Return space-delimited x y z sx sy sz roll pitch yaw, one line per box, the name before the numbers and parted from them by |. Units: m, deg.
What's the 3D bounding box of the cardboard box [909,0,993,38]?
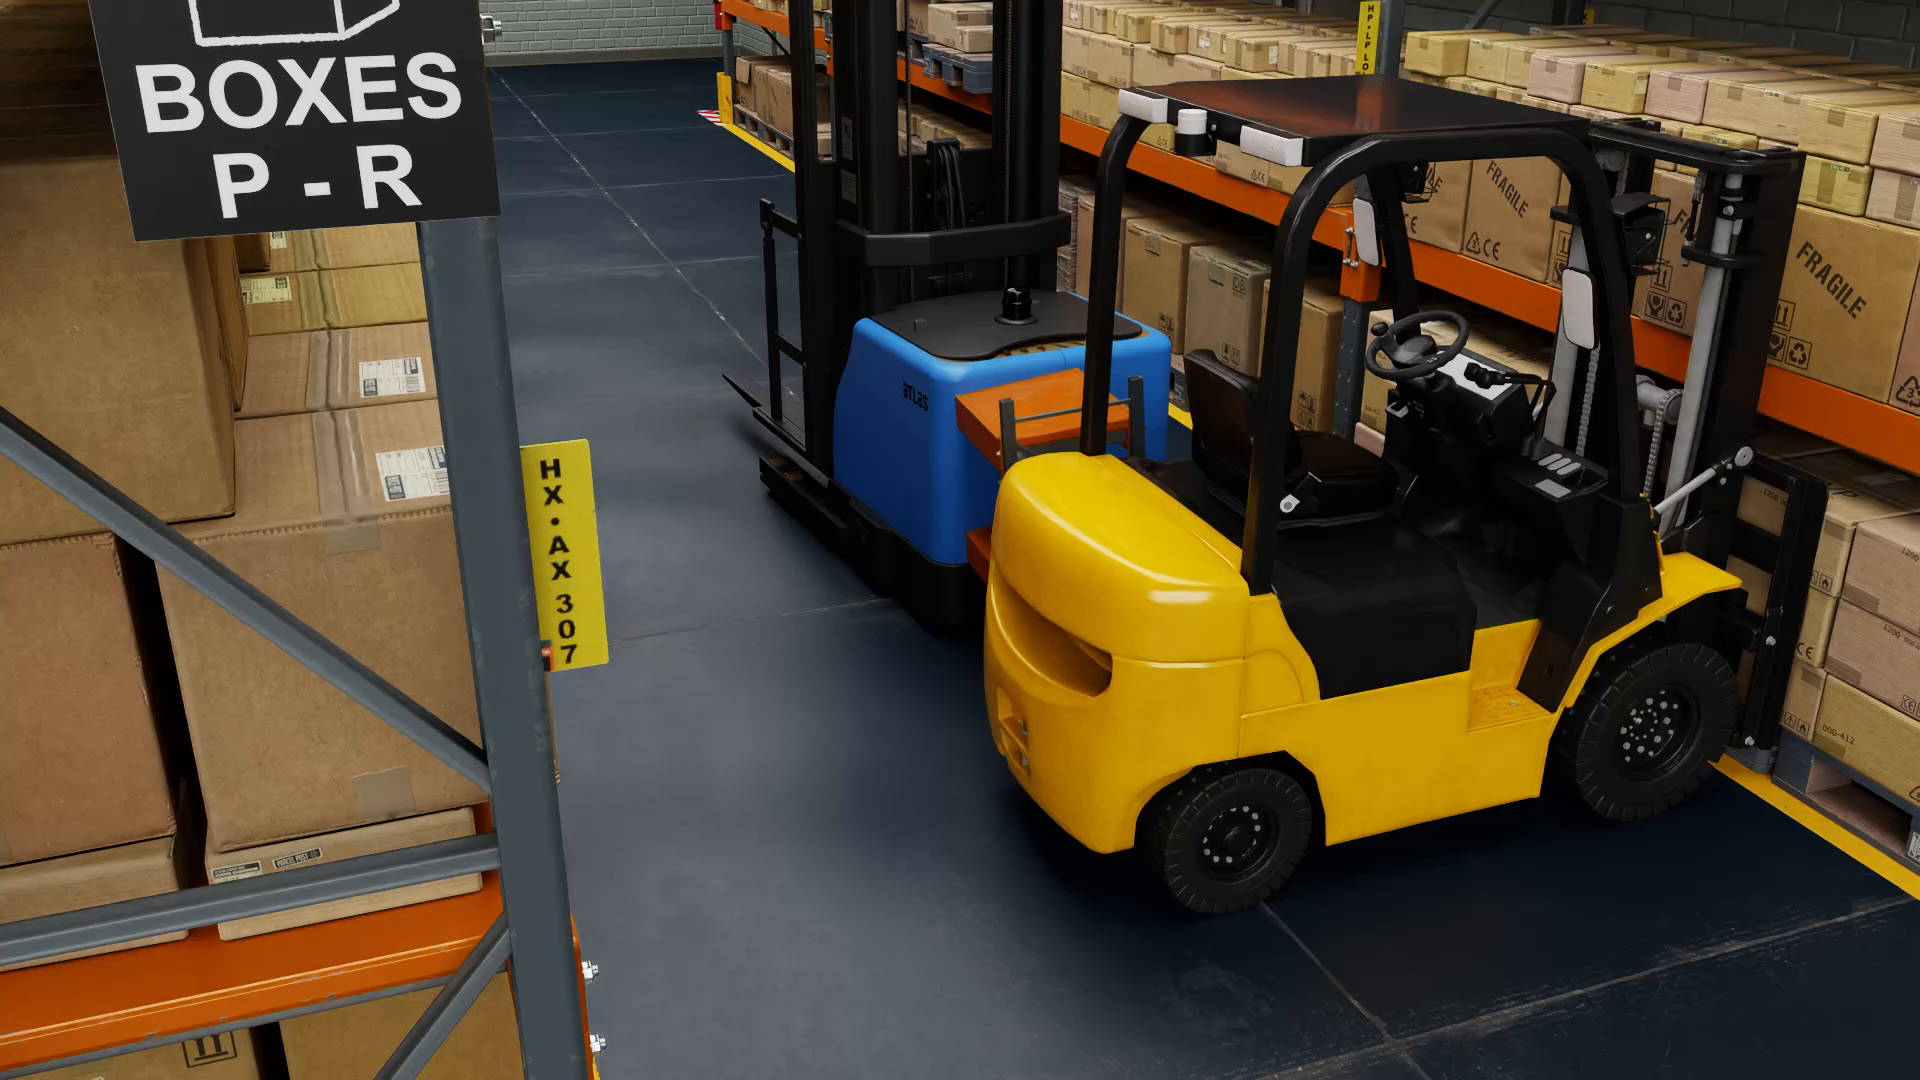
cardboard box | 0.028 -3.899 11.965 0.797 0.503 0.637 -9 24 -20

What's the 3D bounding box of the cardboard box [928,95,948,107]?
cardboard box | -0.044 -3.608 13.791 0.380 0.149 0.250 -8 24 -18

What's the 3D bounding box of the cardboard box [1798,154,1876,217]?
cardboard box | 2.743 -1.079 4.984 0.380 0.149 0.250 -8 24 -19

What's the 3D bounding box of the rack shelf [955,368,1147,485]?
rack shelf | 0.236 -0.446 6.057 0.538 0.278 1.000 -11 25 -14

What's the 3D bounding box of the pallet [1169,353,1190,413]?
pallet | 1.459 -1.058 9.489 1.003 0.211 1.213 -8 24 -19

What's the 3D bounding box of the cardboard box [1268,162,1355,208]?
cardboard box | 1.768 -1.715 7.650 0.500 0.250 0.500 -8 24 -18

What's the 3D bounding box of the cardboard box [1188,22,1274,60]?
cardboard box | 1.383 -2.536 8.440 0.380 0.149 0.250 -8 24 -19

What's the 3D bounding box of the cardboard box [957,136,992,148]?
cardboard box | 0.189 -2.772 11.808 0.380 0.149 0.250 -9 25 -21

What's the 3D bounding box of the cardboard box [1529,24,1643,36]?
cardboard box | 2.586 -2.044 6.892 0.380 0.149 0.250 -8 24 -19

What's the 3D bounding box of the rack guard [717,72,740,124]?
rack guard | -2.022 -4.818 18.037 1.175 0.500 0.348 -8 24 -19

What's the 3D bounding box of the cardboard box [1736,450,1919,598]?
cardboard box | 2.776 -0.062 5.247 0.500 0.250 0.500 -8 24 -18

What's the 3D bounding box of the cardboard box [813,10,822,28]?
cardboard box | -1.096 -4.601 14.627 0.380 0.149 0.250 -8 24 -18

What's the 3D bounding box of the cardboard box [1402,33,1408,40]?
cardboard box | 2.134 -2.335 7.963 0.380 0.149 0.250 -8 24 -19

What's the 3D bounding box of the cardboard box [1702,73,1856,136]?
cardboard box | 2.660 -1.417 5.403 0.380 0.149 0.250 -8 24 -19

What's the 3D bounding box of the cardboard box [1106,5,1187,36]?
cardboard box | 1.046 -2.912 9.333 0.380 0.149 0.250 -8 24 -18

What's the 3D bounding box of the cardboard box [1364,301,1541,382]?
cardboard box | 2.068 -0.805 7.011 0.500 0.250 0.500 -9 24 -20

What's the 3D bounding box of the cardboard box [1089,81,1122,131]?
cardboard box | 1.067 -2.457 9.410 0.500 0.250 0.500 -9 25 -21

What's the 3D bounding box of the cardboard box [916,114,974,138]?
cardboard box | -0.115 -3.158 12.722 0.380 0.149 0.250 -8 24 -19

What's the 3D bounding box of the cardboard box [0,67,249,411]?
cardboard box | -1.595 -0.486 2.741 0.700 0.500 0.500 -8 24 -18

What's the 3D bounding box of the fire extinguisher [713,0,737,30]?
fire extinguisher | -2.533 -5.780 17.680 0.296 0.674 0.183 -8 24 -19

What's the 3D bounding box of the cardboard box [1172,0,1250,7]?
cardboard box | 1.465 -3.083 9.739 0.380 0.149 0.250 -9 24 -20

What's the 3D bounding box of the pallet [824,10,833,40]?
pallet | -0.455 -4.150 13.481 1.003 0.211 1.213 -8 24 -19

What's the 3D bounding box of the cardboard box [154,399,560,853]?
cardboard box | -0.946 0.106 2.626 0.500 0.500 0.500 -9 24 -20

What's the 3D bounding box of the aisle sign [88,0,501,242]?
aisle sign | -0.727 -0.719 1.747 0.394 0.787 0.004 -8 24 -19

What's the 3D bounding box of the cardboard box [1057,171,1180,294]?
cardboard box | 0.985 -1.961 10.558 0.875 0.625 0.625 -8 24 -17

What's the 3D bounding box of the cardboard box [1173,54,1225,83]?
cardboard box | 1.415 -2.314 8.428 0.500 0.250 0.500 -8 24 -18

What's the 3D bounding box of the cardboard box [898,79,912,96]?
cardboard box | -0.621 -3.767 13.784 0.380 0.149 0.250 -10 25 -22

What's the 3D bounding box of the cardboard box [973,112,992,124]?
cardboard box | 0.323 -3.230 12.893 0.380 0.149 0.250 -9 25 -21

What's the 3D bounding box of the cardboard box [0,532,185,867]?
cardboard box | -1.488 0.156 2.505 0.500 0.500 0.500 -9 24 -20

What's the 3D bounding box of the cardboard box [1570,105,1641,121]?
cardboard box | 2.377 -1.450 5.864 0.380 0.149 0.250 -9 24 -20

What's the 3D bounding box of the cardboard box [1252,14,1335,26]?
cardboard box | 1.772 -2.699 8.829 0.380 0.149 0.250 -8 24 -19

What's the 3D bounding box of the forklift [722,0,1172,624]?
forklift | -0.281 -1.569 7.199 1.130 2.935 3.031 -11 25 -24

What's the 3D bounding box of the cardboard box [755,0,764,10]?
cardboard box | -1.780 -5.249 16.166 0.380 0.149 0.250 -9 24 -20

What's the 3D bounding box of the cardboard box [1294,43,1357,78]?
cardboard box | 1.754 -2.167 7.565 0.380 0.149 0.250 -9 24 -20

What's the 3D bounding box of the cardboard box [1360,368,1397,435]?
cardboard box | 2.073 -0.576 7.110 0.500 0.250 0.500 -8 24 -19

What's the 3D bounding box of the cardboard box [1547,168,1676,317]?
cardboard box | 2.483 -1.115 5.905 0.500 0.500 0.500 -9 24 -20

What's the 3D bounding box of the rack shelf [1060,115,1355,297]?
rack shelf | 1.484 -2.032 9.136 1.077 0.370 4.000 -8 24 -19

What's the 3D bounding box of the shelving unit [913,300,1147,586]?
shelving unit | 0.256 -0.180 6.178 0.538 1.125 1.048 -11 25 -14

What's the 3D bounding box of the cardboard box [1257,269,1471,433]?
cardboard box | 1.996 -0.924 8.098 0.875 0.625 0.625 -7 24 -17

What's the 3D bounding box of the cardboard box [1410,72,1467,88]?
cardboard box | 2.057 -1.830 6.766 0.380 0.149 0.250 -9 24 -20

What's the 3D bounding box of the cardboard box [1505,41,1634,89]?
cardboard box | 2.301 -1.788 6.284 0.380 0.149 0.250 -9 24 -20

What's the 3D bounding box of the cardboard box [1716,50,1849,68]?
cardboard box | 2.962 -1.674 6.013 0.380 0.149 0.250 -9 24 -20

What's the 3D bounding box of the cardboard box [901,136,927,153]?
cardboard box | -0.128 -2.815 12.745 0.500 0.500 0.500 -9 25 -21

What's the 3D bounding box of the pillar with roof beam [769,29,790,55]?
pillar with roof beam | -6.185 -9.274 17.668 9.100 9.000 0.400 -8 24 -19

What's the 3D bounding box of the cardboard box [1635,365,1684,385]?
cardboard box | 2.905 -0.504 6.296 0.500 0.250 0.500 -8 24 -19

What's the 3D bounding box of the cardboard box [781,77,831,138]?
cardboard box | -1.289 -4.110 15.818 0.700 0.500 0.500 -9 25 -21

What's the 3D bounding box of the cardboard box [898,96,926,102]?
cardboard box | -0.486 -3.536 13.619 0.380 0.149 0.250 -10 25 -22

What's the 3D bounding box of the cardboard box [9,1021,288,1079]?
cardboard box | -1.565 0.972 3.117 0.500 0.500 0.500 -8 24 -19

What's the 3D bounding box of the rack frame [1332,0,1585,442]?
rack frame | 2.191 -1.637 7.272 1.000 3.000 0.127 -8 24 -19
